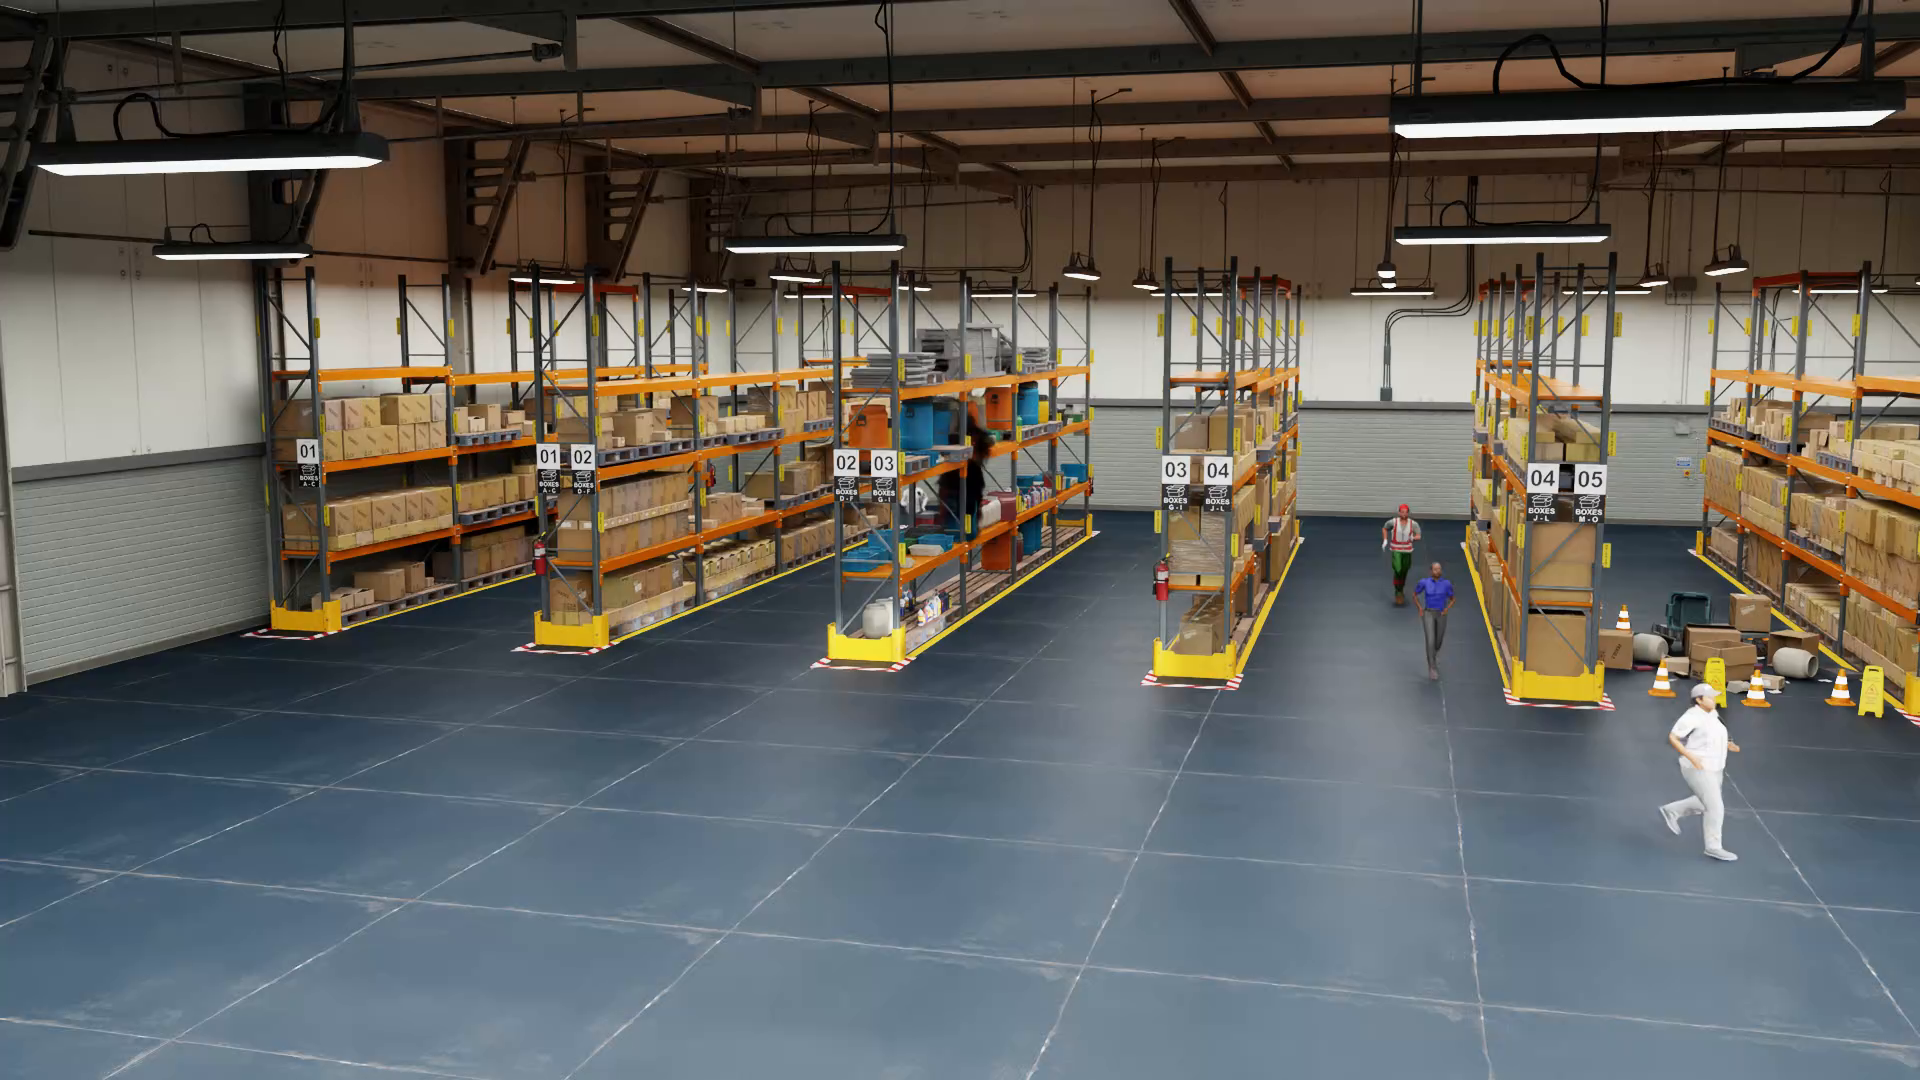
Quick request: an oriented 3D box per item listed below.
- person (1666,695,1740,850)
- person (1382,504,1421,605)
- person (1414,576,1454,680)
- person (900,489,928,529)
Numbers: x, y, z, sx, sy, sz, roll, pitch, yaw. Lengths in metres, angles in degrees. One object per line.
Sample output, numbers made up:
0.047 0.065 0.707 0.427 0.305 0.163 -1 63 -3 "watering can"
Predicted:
7.078 2.168 15.945 0.621 1.539 0.706 -6 9 -38 "person"
8.094 0.248 30.487 0.643 1.844 0.876 0 7 2 "person"
6.889 1.235 24.181 0.555 1.456 0.838 1 7 4 "person"
-1.039 -0.584 37.390 0.613 1.712 0.924 1 7 5 "person"
